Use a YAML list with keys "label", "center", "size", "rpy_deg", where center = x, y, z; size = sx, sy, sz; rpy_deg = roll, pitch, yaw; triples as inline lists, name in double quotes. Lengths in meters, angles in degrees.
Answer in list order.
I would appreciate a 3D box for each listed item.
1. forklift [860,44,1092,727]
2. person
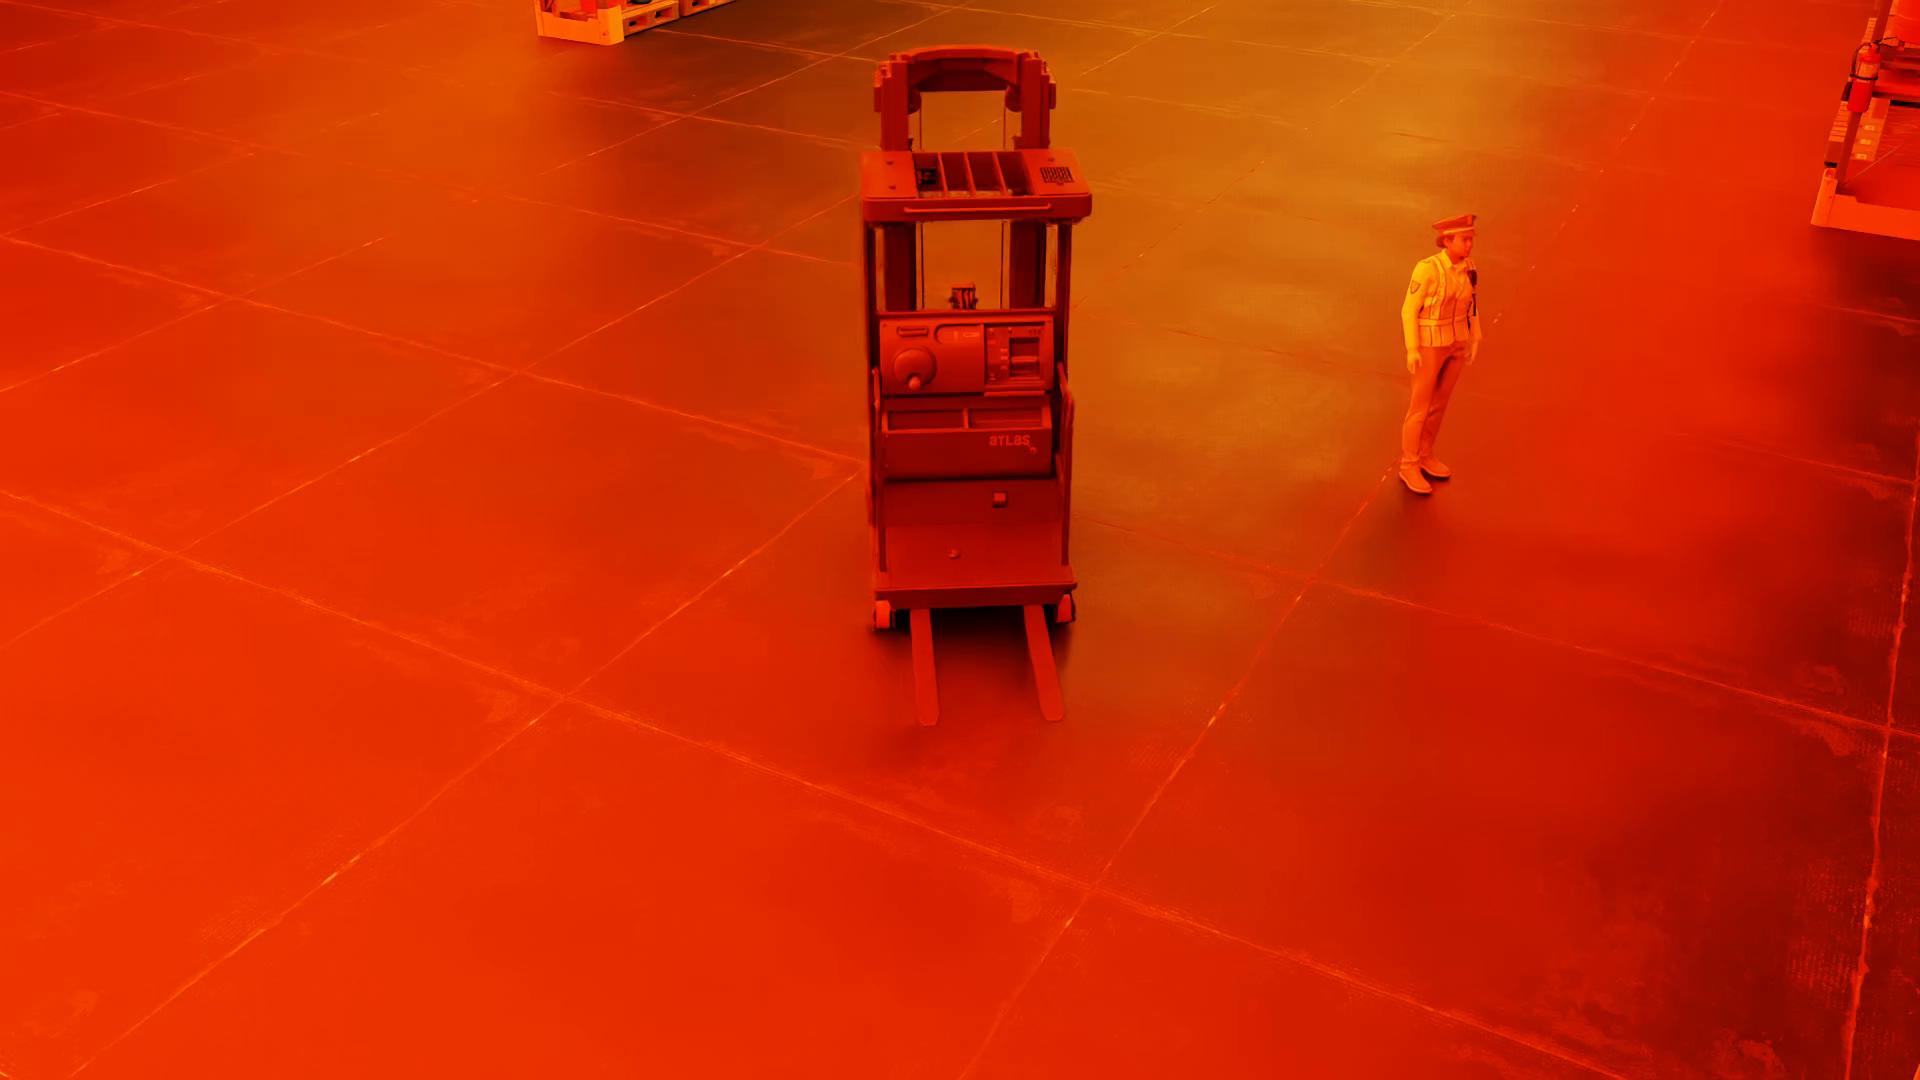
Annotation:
- label: "forklift"
  center: [0.054, -0.947, 8.712]
  size: [1.130, 2.935, 3.031]
  rpy_deg: [-2, 30, -3]
- label: "person"
  center: [3.035, -1.186, 10.351]
  size: [0.583, 1.696, 0.530]
  rpy_deg: [-14, 33, -23]
